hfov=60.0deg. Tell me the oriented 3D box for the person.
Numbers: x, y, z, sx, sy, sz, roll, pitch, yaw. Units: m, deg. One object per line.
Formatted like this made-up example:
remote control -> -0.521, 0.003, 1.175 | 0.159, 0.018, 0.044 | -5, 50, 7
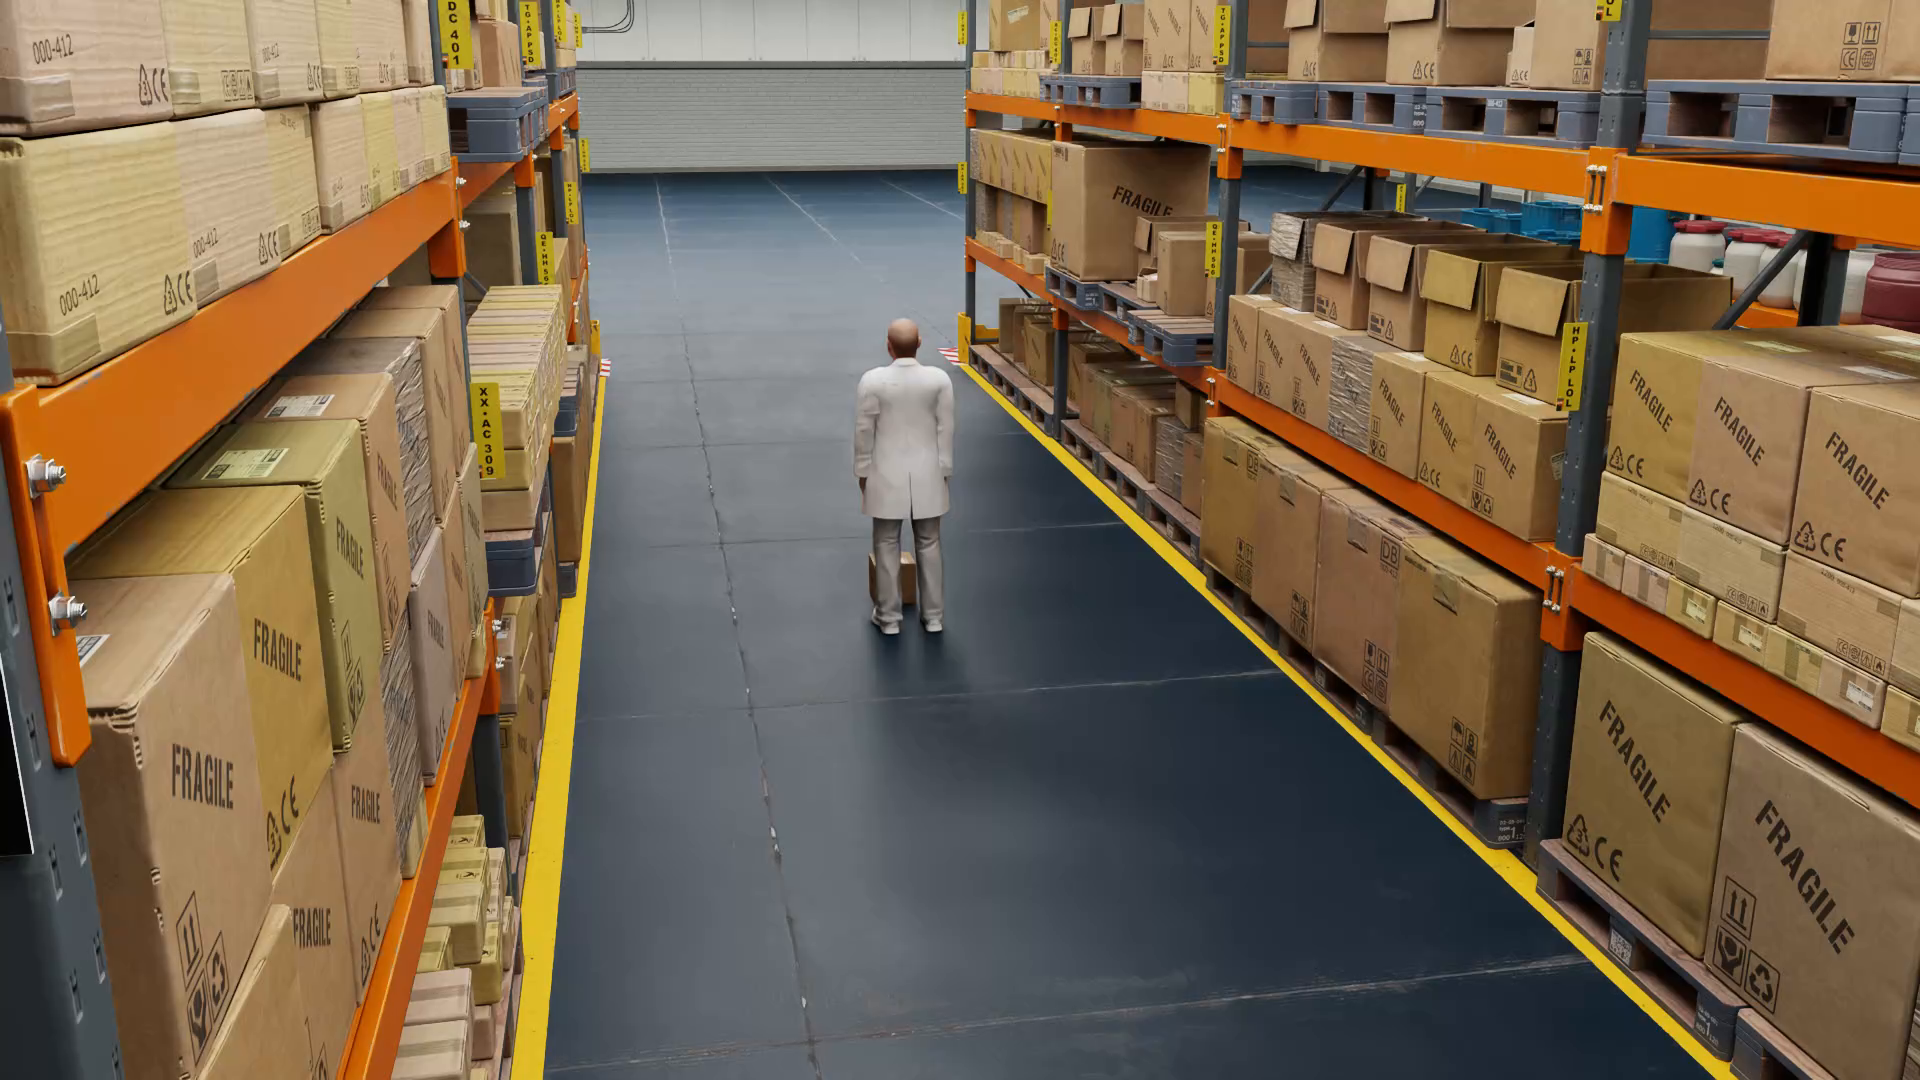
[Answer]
person -> -0.337, -0.237, 9.374 | 0.629, 1.511, 0.659 | -3, 16, -10
